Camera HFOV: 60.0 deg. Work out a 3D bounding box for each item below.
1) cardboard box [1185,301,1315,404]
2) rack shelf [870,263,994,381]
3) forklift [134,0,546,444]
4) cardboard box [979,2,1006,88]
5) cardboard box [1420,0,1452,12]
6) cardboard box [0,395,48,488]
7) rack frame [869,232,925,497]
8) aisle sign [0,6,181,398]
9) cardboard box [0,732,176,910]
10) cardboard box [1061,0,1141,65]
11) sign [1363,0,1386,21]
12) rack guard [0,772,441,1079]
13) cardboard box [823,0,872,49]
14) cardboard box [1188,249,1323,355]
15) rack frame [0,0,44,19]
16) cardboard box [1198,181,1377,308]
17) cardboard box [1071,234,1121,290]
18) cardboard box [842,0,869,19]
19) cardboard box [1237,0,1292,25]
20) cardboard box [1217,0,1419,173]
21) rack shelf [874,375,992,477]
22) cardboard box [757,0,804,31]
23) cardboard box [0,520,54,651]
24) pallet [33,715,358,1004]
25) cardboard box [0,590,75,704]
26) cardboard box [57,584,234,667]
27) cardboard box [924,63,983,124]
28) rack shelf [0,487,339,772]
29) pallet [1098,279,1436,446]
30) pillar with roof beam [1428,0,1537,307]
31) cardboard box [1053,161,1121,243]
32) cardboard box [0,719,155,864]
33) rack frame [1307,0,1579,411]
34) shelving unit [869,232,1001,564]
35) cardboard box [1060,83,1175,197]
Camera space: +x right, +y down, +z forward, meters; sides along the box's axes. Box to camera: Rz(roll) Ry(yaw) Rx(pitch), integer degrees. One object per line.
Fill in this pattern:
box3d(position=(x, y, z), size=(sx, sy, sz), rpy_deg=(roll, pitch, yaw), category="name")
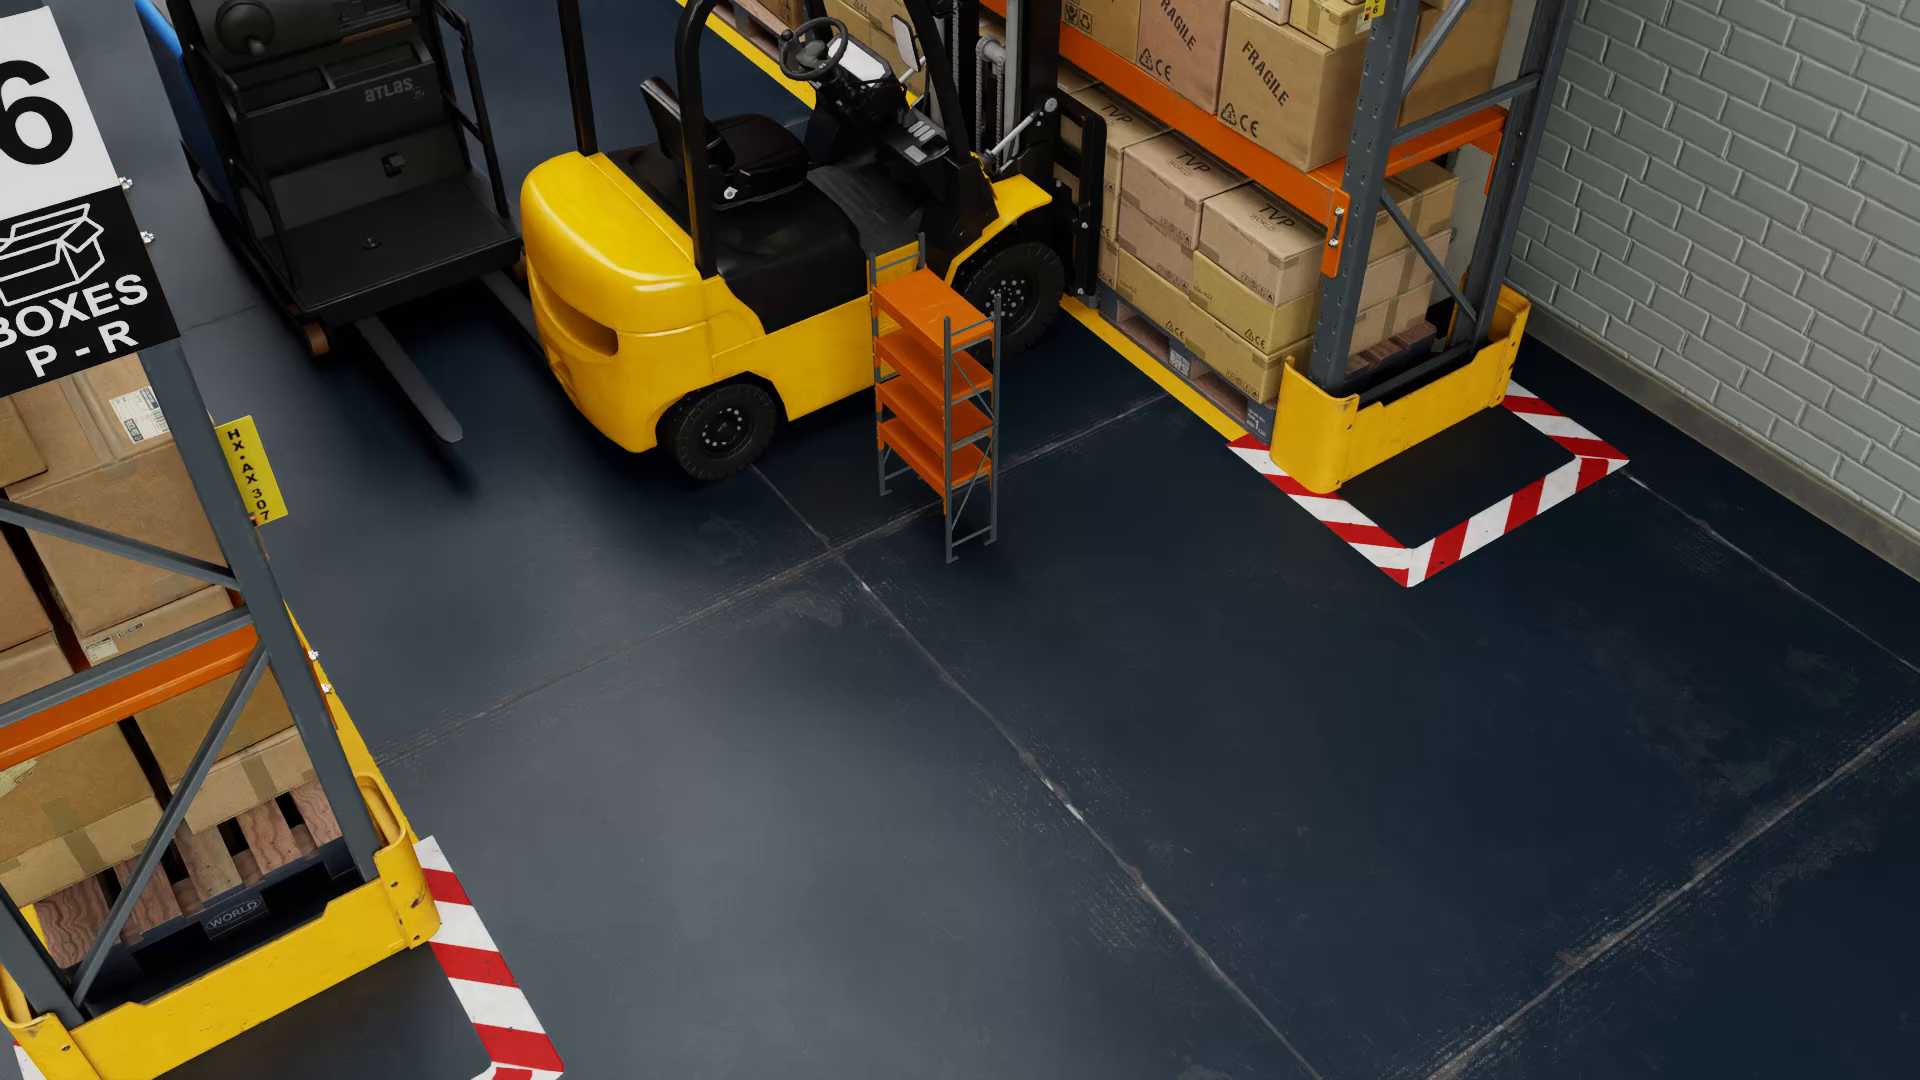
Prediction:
box3d(position=(1.335, -0.899, 7.207), size=(0.500, 0.250, 0.500), rpy_deg=(-25, 49, -24), category="cardboard box")
box3d(position=(-0.095, -0.812, 6.163), size=(0.258, 0.148, 0.480), rpy_deg=(-26, 49, -24), category="rack shelf")
box3d(position=(-2.705, -2.280, 7.016), size=(1.130, 2.935, 3.031), rpy_deg=(-26, 50, -25), category="forklift")
box3d(position=(0.173, -2.416, 8.072), size=(0.500, 0.250, 0.500), rpy_deg=(-24, 49, -23), category="cardboard box")
box3d(position=(1.882, -2.166, 6.304), size=(0.380, 0.149, 0.250), rpy_deg=(-27, 50, -25), category="cardboard box")
box3d(position=(-2.677, -0.346, 3.928), size=(0.700, 0.500, 0.500), rpy_deg=(-27, 50, -25), category="cardboard box")
box3d(position=(-0.234, -0.666, 6.579), size=(0.240, 1.200, 0.015), rpy_deg=(-26, 49, -24), category="rack frame")
box3d(position=(-1.916, -0.665, 3.392), size=(0.394, 0.787, 0.004), rpy_deg=(-26, 49, -24), category="aisle sign")
box3d(position=(-2.903, 0.840, 5.385), size=(0.500, 0.250, 0.500), rpy_deg=(-26, 49, -25), category="cardboard box")
box3d(position=(0.784, -2.399, 7.019), size=(0.500, 0.500, 0.500), rpy_deg=(-27, 50, -25), category="cardboard box")
box3d(position=(1.410, -1.899, 5.556), size=(0.100, 0.325, 0.005), rpy_deg=(-26, 49, -24), category="sign")
box3d(position=(-2.249, 1.223, 5.106), size=(1.175, 0.500, 0.348), rpy_deg=(-26, 49, -24), category="rack guard")
box3d(position=(-0.402, -2.808, 8.845), size=(0.500, 0.250, 0.500), rpy_deg=(-26, 49, -25), category="cardboard box")
box3d(position=(1.328, -1.091, 7.046), size=(0.500, 0.250, 0.500), rpy_deg=(-26, 50, -25), category="cardboard box")
box3d(position=(-2.206, -1.808, 2.127), size=(1.000, 3.000, 0.127), rpy_deg=(-26, 49, -24), category="rack frame")
box3d(position=(1.344, -1.257, 6.858), size=(0.500, 0.250, 0.500), rpy_deg=(-24, 49, -23), category="cardboard box")
box3d(position=(0.780, -1.472, 7.806), size=(0.500, 0.250, 0.500), rpy_deg=(-25, 49, -24), category="cardboard box")
box3d(position=(-0.406, -2.987, 8.670), size=(0.500, 0.250, 0.500), rpy_deg=(-26, 50, -25), category="cardboard box")
box3d(position=(1.264, -2.090, 6.225), size=(0.380, 0.149, 0.250), rpy_deg=(-25, 49, -24), category="cardboard box")
box3d(position=(1.366, -1.812, 6.403), size=(0.500, 0.500, 0.500), rpy_deg=(-27, 50, -25), category="cardboard box")
box3d(position=(-0.095, -0.479, 6.480), size=(0.258, 0.148, 0.480), rpy_deg=(-26, 49, -24), category="rack shelf")
box3d(position=(-0.733, -3.450, 9.607), size=(0.875, 0.625, 0.625), rpy_deg=(-24, 48, -23), category="cardboard box")
box3d(position=(-2.742, 0.020, 4.269), size=(0.500, 0.500, 0.500), rpy_deg=(-27, 50, -25), category="cardboard box")
box3d(position=(-2.685, 0.854, 5.703), size=(1.003, 0.211, 1.213), rpy_deg=(-26, 49, -24), category="pallet")
box3d(position=(-2.595, 0.326, 4.418), size=(0.380, 0.149, 0.250), rpy_deg=(-24, 49, -23), category="cardboard box")
box3d(position=(-2.230, 0.179, 4.572), size=(0.380, 0.149, 0.250), rpy_deg=(-26, 49, -24), category="cardboard box")
box3d(position=(0.166, -2.235, 8.244), size=(0.500, 0.250, 0.500), rpy_deg=(-26, 50, -25), category="cardboard box")
box3d(position=(-3.350, -0.510, 5.633), size=(1.077, 0.370, 4.000), rpy_deg=(-26, 49, -24), category="rack shelf")
box3d(position=(1.391, -1.009, 7.654), size=(1.003, 0.211, 1.213), rpy_deg=(-26, 49, -24), category="pallet")
box3d(position=(-1.327, -2.820, 3.187), size=(9.100, 9.000, 0.400), rpy_deg=(-26, 49, -24), category="pillar with roof beam")
box3d(position=(0.738, -1.663, 7.645), size=(0.500, 0.250, 0.500), rpy_deg=(-27, 50, -25), category="cardboard box")
box3d(position=(-2.878, 0.583, 5.111), size=(0.500, 0.500, 0.500), rpy_deg=(-25, 49, -24), category="cardboard box")
box3d(position=(1.863, -1.601, 6.254), size=(1.000, 3.000, 0.127), rpy_deg=(-26, 49, -24), category="rack frame")
box3d(position=(-0.095, -0.528, 6.434), size=(0.258, 1.200, 0.503), rpy_deg=(-26, 49, -24), category="shelving unit")
box3d(position=(0.750, -1.826, 7.453), size=(0.500, 0.250, 0.500), rpy_deg=(-25, 49, -24), category="cardboard box")
